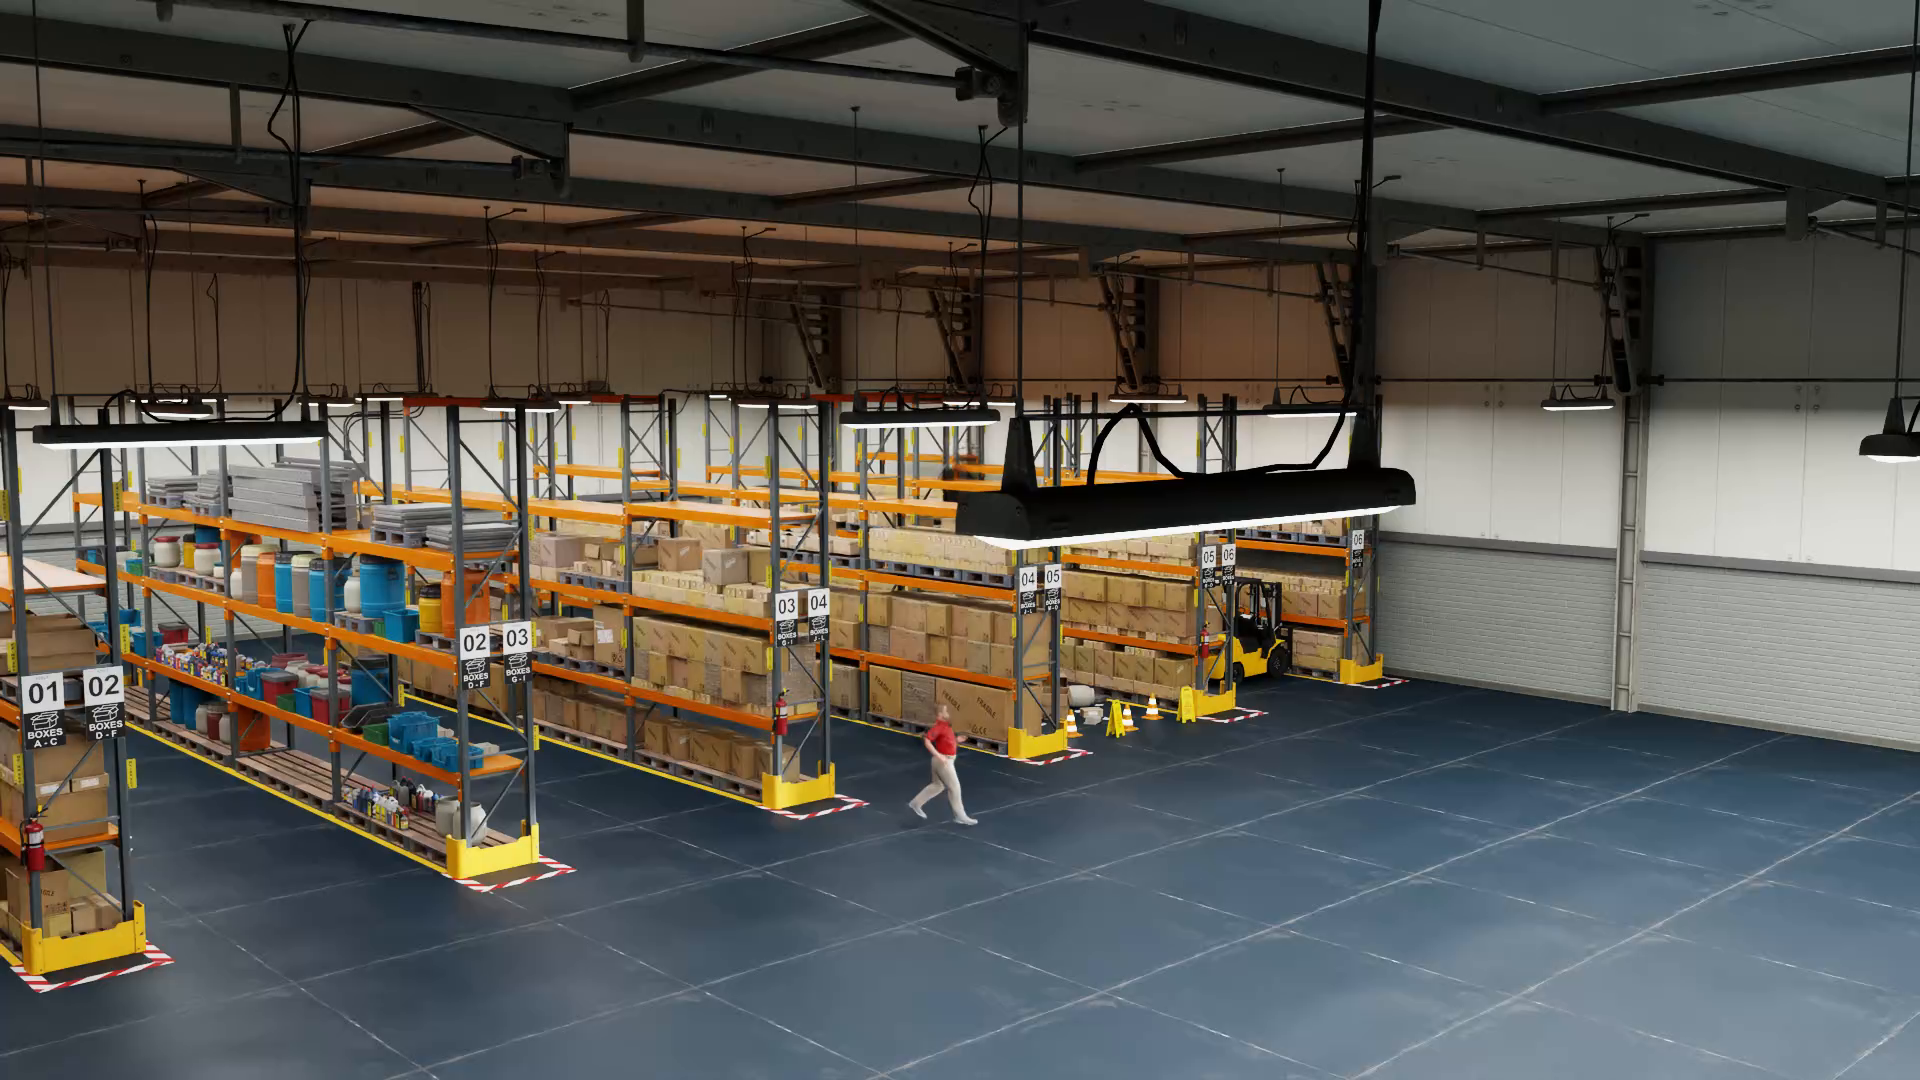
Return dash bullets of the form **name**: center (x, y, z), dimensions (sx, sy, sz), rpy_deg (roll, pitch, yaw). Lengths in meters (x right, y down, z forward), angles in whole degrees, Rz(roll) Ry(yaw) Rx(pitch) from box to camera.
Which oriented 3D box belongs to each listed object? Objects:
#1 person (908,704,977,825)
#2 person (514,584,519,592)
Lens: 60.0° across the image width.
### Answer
- **person**: center (-0.249, 3.173, 23.596), dimensions (0.990, 1.714, 0.663), rpy_deg (0, 6, -2)
- **person**: center (-10.046, 1.830, 37.552), dimensions (0.692, 1.843, 0.647), rpy_deg (-4, 7, -34)
